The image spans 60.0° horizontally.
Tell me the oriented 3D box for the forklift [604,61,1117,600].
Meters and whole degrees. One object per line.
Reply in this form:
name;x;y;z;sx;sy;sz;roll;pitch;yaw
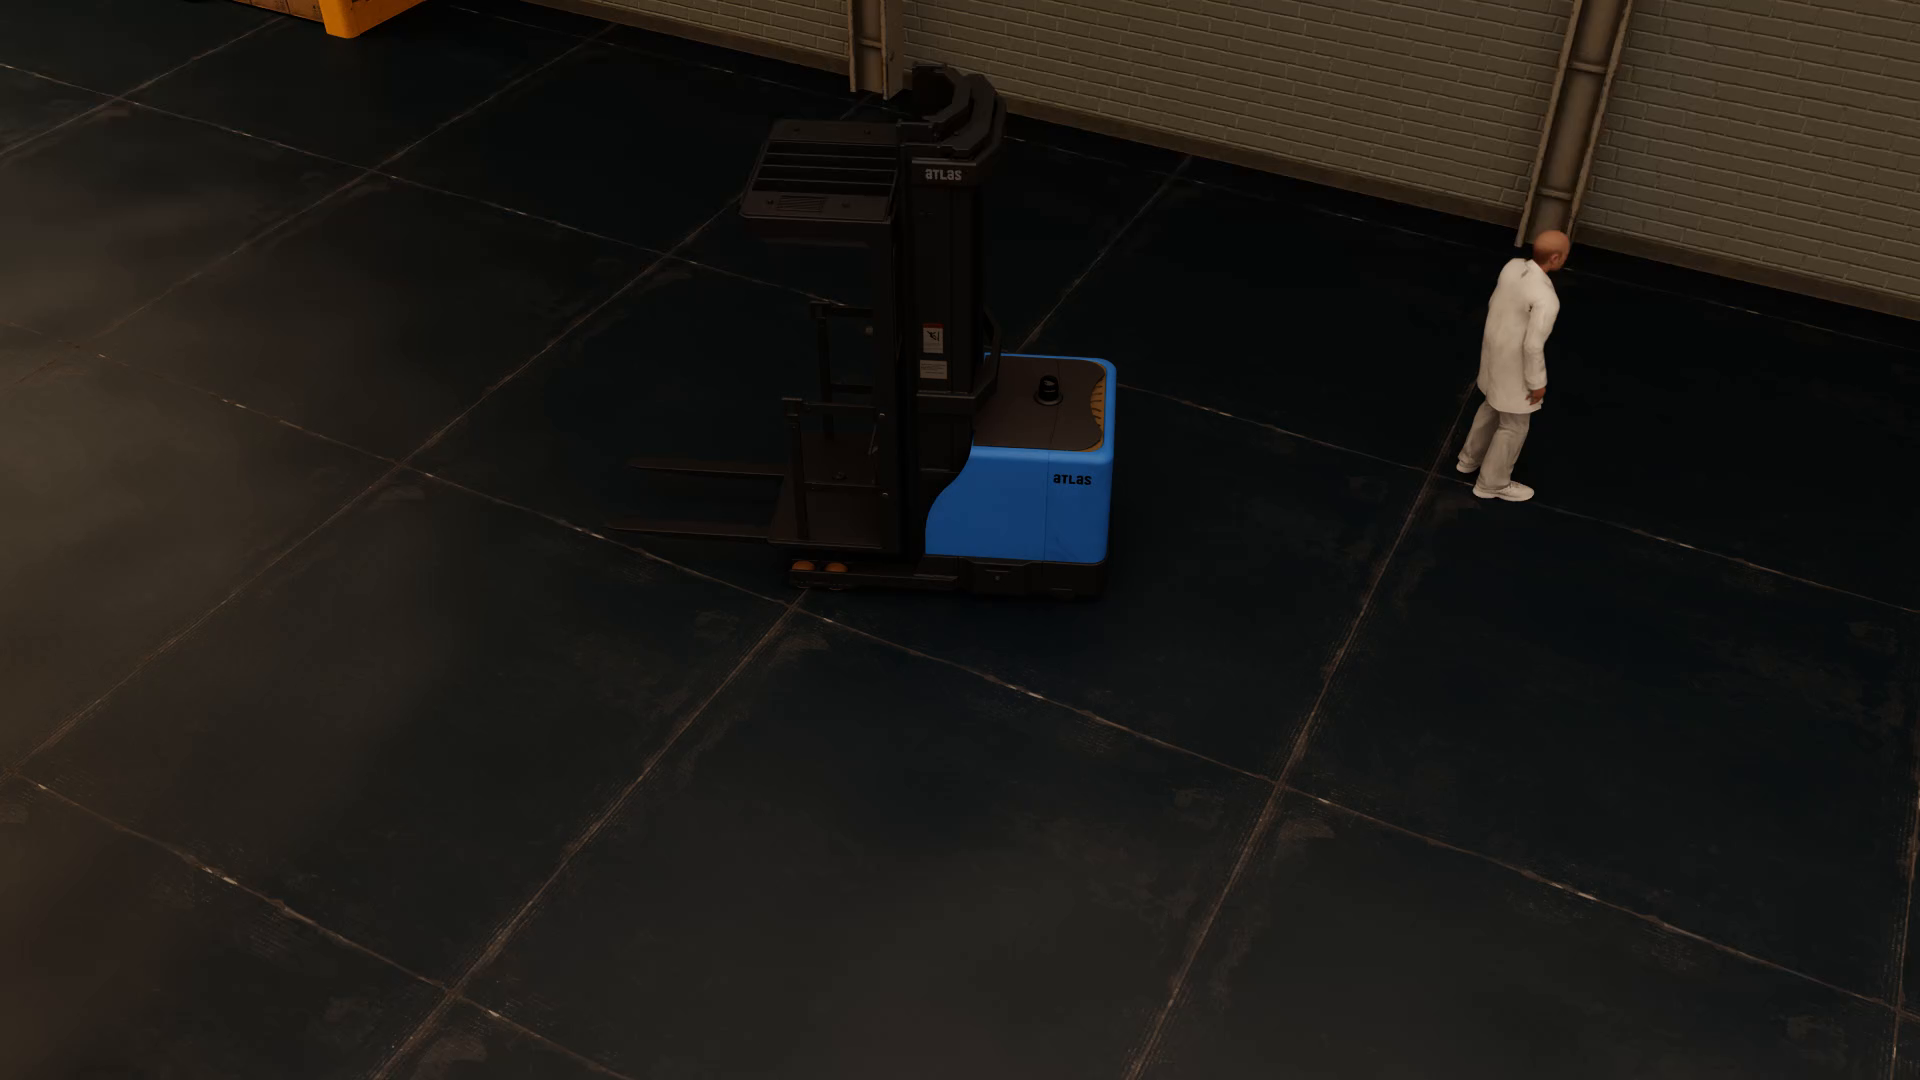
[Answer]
forklift;-0.606;-1.157;9.360;3.031;2.935;1.130;3;40;4

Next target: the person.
person;3.397;-1.086;10.174;0.420;1.774;0.646;-6;40;-7
